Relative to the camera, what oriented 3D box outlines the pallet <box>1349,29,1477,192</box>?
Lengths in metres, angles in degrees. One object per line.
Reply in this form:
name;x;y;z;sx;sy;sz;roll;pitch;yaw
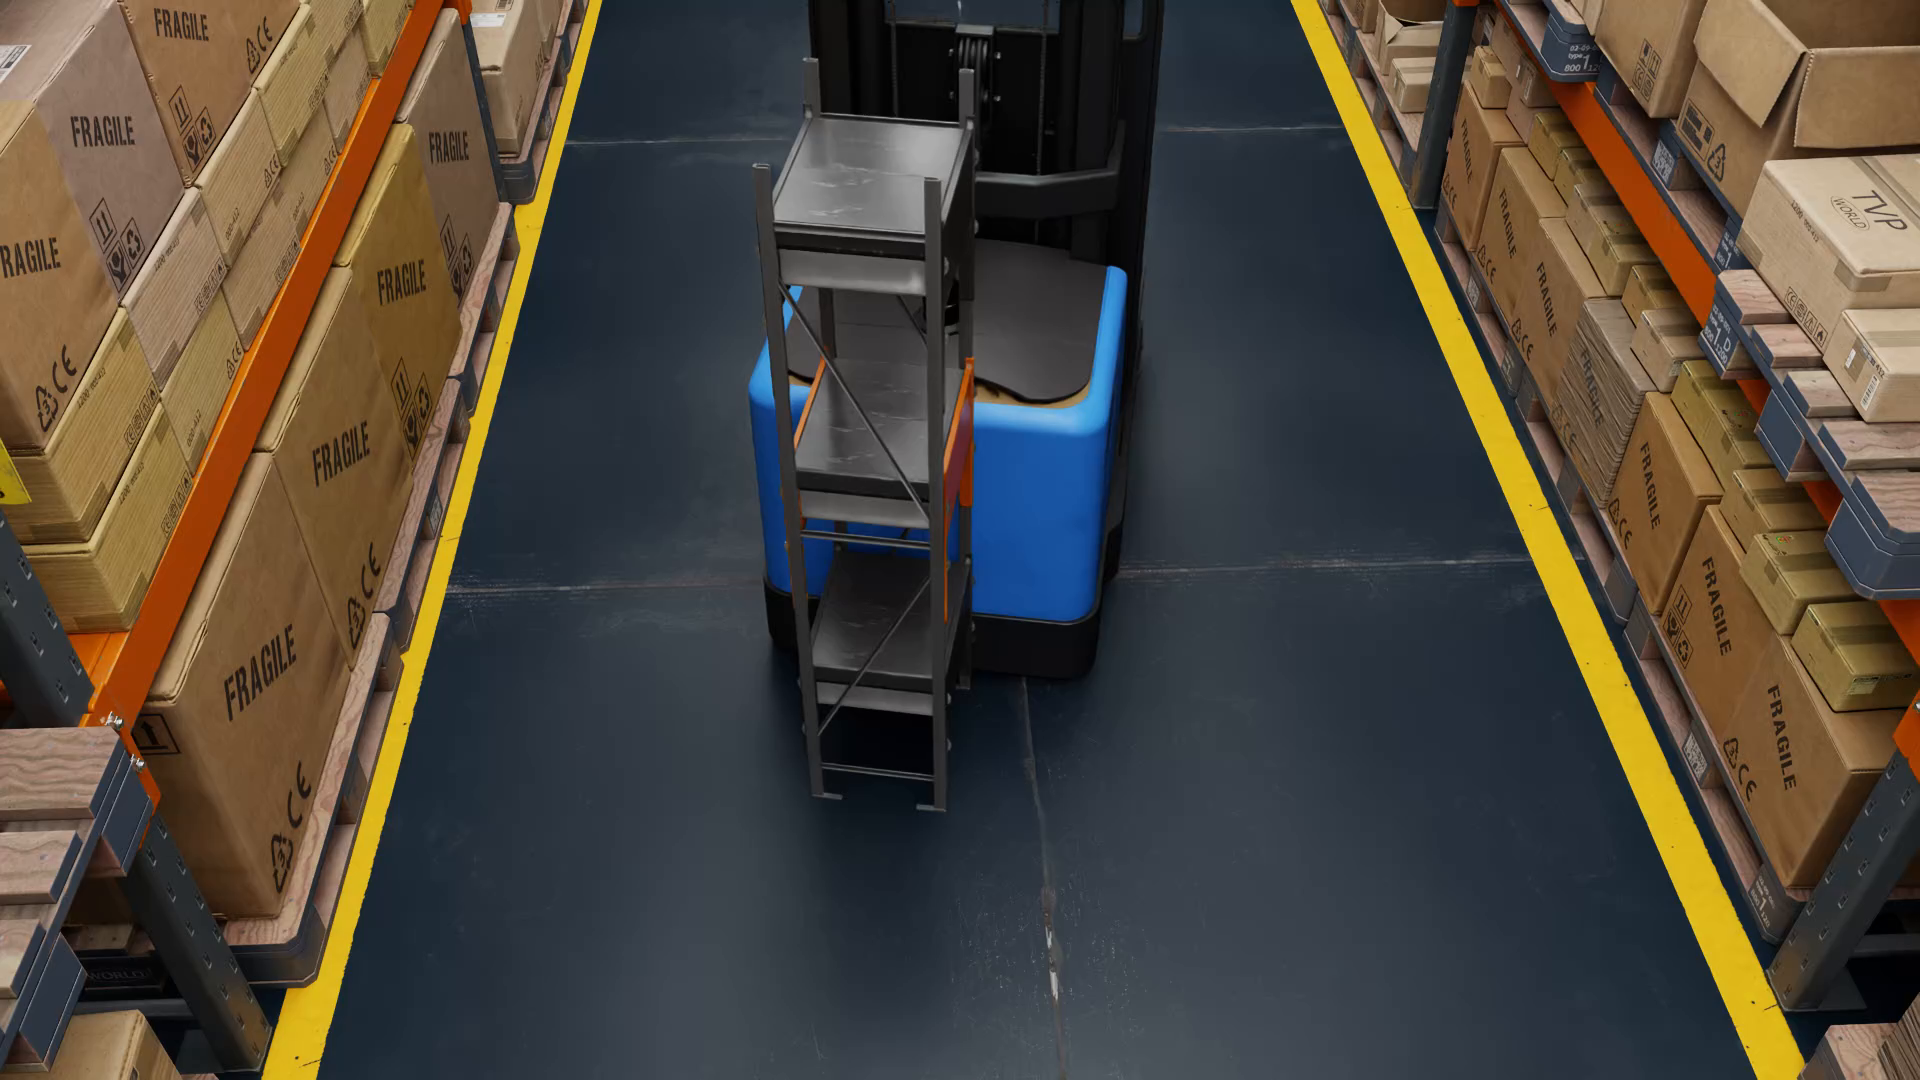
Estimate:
pallet;2.469;-2.048;7.828;1.003;0.211;1.213;-2;43;-2

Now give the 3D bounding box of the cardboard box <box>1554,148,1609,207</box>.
cardboard box;2.383;-1.292;5.999;0.380;0.149;0.250;-2;43;-3

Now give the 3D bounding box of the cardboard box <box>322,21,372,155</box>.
cardboard box;-2.168;-1.431;5.202;0.500;0.250;0.500;-3;43;-3

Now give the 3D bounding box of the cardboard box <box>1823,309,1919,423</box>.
cardboard box;2.256;-0.406;3.849;0.380;0.149;0.250;-1;43;-1

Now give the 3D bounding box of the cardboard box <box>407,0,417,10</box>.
cardboard box;-2.191;-2.116;5.950;0.500;0.250;0.500;-3;43;-3

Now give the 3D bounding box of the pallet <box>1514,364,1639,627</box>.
pallet;2.624;-0.210;5.823;1.003;0.211;1.213;-2;43;-2

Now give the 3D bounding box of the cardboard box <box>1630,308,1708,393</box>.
cardboard box;2.365;-0.606;5.251;0.380;0.149;0.250;-4;43;-4

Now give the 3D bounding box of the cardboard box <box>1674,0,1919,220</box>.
cardboard box;2.413;-1.201;4.453;0.797;0.503;0.637;-3;43;-3

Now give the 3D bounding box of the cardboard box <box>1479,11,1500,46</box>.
cardboard box;2.705;-2.228;7.640;0.500;0.311;0.500;0;43;0

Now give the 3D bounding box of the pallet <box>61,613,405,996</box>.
pallet;-2.250;0.727;4.801;1.003;0.211;1.213;-2;43;-2

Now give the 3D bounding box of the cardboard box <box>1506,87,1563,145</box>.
cardboard box;2.335;-1.650;6.389;0.380;0.149;0.250;-3;43;-3

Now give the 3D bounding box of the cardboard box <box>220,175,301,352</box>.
cardboard box;-2.117;-0.750;4.459;0.500;0.250;0.500;0;43;0

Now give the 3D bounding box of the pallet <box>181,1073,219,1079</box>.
pallet;-2.260;1.789;3.642;1.003;0.211;1.213;-2;43;-2

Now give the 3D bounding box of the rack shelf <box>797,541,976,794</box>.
rack shelf;-0.202;0.366;4.852;0.431;0.518;0.480;6;43;6

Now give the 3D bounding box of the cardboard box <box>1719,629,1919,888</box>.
cardboard box;2.434;0.576;4.441;0.500;0.500;0.500;-1;43;-1

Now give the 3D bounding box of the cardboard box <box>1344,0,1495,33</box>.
cardboard box;2.300;-2.851;8.180;0.700;0.500;0.500;-3;43;-3

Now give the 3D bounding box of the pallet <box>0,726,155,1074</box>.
pallet;-2.155;0.782;2.819;1.213;0.211;1.003;-2;43;-2

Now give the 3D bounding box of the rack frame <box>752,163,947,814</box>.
rack frame;-0.238;0.003;4.192;0.400;2.100;0.015;6;43;6

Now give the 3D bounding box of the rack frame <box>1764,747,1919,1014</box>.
rack frame;2.667;0.088;3.434;1.000;3.000;0.127;-2;43;-2

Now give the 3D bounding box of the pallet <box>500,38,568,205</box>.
pallet;-2.416;-1.955;7.726;1.003;0.211;1.213;-2;43;-2

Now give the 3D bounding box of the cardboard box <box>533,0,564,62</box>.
cardboard box;-2.420;-2.709;8.071;0.875;0.438;0.875;-3;43;-3

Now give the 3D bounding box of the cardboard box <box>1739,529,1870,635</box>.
cardboard box;2.350;0.106;4.473;0.380;0.149;0.250;-4;43;-4

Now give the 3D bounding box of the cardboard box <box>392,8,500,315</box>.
cardboard box;-2.356;-1.422;6.344;0.875;0.875;0.875;0;43;0

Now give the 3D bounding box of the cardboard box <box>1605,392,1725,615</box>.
cardboard box;2.399;-0.116;5.195;0.500;0.500;0.500;0;43;0

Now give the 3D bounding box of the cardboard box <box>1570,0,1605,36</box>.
cardboard box;2.173;-1.768;5.248;0.396;0.266;0.258;0;43;0

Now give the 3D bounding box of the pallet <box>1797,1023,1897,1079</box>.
pallet;2.663;1.673;3.768;1.003;0.211;1.213;-2;43;-2

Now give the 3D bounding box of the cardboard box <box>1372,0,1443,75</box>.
cardboard box;2.165;-2.368;7.826;0.396;0.266;0.258;0;43;0

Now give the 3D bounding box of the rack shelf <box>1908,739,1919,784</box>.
rack shelf;2.752;1.704;2.204;1.077;0.370;4.000;-2;43;-2

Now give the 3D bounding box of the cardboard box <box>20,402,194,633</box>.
cardboard box;-2.062;-0.049;3.695;0.500;0.250;0.500;-2;43;-3

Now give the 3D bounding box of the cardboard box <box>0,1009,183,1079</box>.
cardboard box;-2.278;1.429;3.605;0.950;0.372;0.625;-4;43;-5

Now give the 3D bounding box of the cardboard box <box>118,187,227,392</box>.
cardboard box;-2.088;-0.594;3.919;0.500;0.250;0.500;-1;43;-1

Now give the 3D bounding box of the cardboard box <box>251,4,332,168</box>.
cardboard box;-2.105;-1.273;4.660;0.500;0.250;0.500;-1;43;-1

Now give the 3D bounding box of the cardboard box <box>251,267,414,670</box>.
cardboard box;-2.272;-0.209;5.020;0.875;0.875;0.875;-1;43;-1

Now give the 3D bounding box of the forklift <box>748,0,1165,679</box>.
forklift;0.115;-1.650;5.381;1.130;2.935;3.031;6;43;6

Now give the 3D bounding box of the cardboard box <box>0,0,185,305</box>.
cardboard box;-2.099;-0.847;3.640;0.500;0.500;0.500;-1;43;-2

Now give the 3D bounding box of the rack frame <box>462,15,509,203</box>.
rack frame;-2.462;-2.467;6.222;1.000;3.000;0.127;-2;43;-2

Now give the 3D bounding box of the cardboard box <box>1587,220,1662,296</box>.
cardboard box;2.365;-0.955;5.631;0.380;0.149;0.250;0;43;0

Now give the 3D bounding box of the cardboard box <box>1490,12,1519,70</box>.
cardboard box;2.307;-1.946;6.492;0.380;0.149;0.250;-2;43;-3

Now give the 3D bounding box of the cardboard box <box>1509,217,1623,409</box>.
cardboard box;2.342;-0.816;5.960;0.500;0.500;0.500;-3;43;-3

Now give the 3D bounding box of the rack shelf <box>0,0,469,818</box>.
rack shelf;-2.377;-0.852;4.992;1.077;0.370;4.000;-2;43;-2

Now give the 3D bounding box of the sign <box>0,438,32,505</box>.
sign;-1.750;-0.186;2.935;0.100;0.325;0.005;-2;43;-2

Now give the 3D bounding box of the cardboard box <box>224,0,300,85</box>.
cardboard box;-2.124;-1.537;4.393;0.500;0.500;0.500;-1;43;-1

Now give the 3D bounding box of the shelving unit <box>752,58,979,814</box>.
shelving unit;-0.202;-0.160;4.370;0.431;2.100;0.503;6;43;6

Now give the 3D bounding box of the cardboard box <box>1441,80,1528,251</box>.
cardboard box;2.293;-1.512;6.719;0.500;0.500;0.500;0;43;0

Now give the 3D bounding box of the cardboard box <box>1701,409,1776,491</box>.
cardboard box;2.417;-0.252;4.864;0.380;0.149;0.250;0;43;-1

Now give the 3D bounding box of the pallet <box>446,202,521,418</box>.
pallet;-2.354;-0.920;6.598;1.003;0.211;1.213;-2;43;-2
